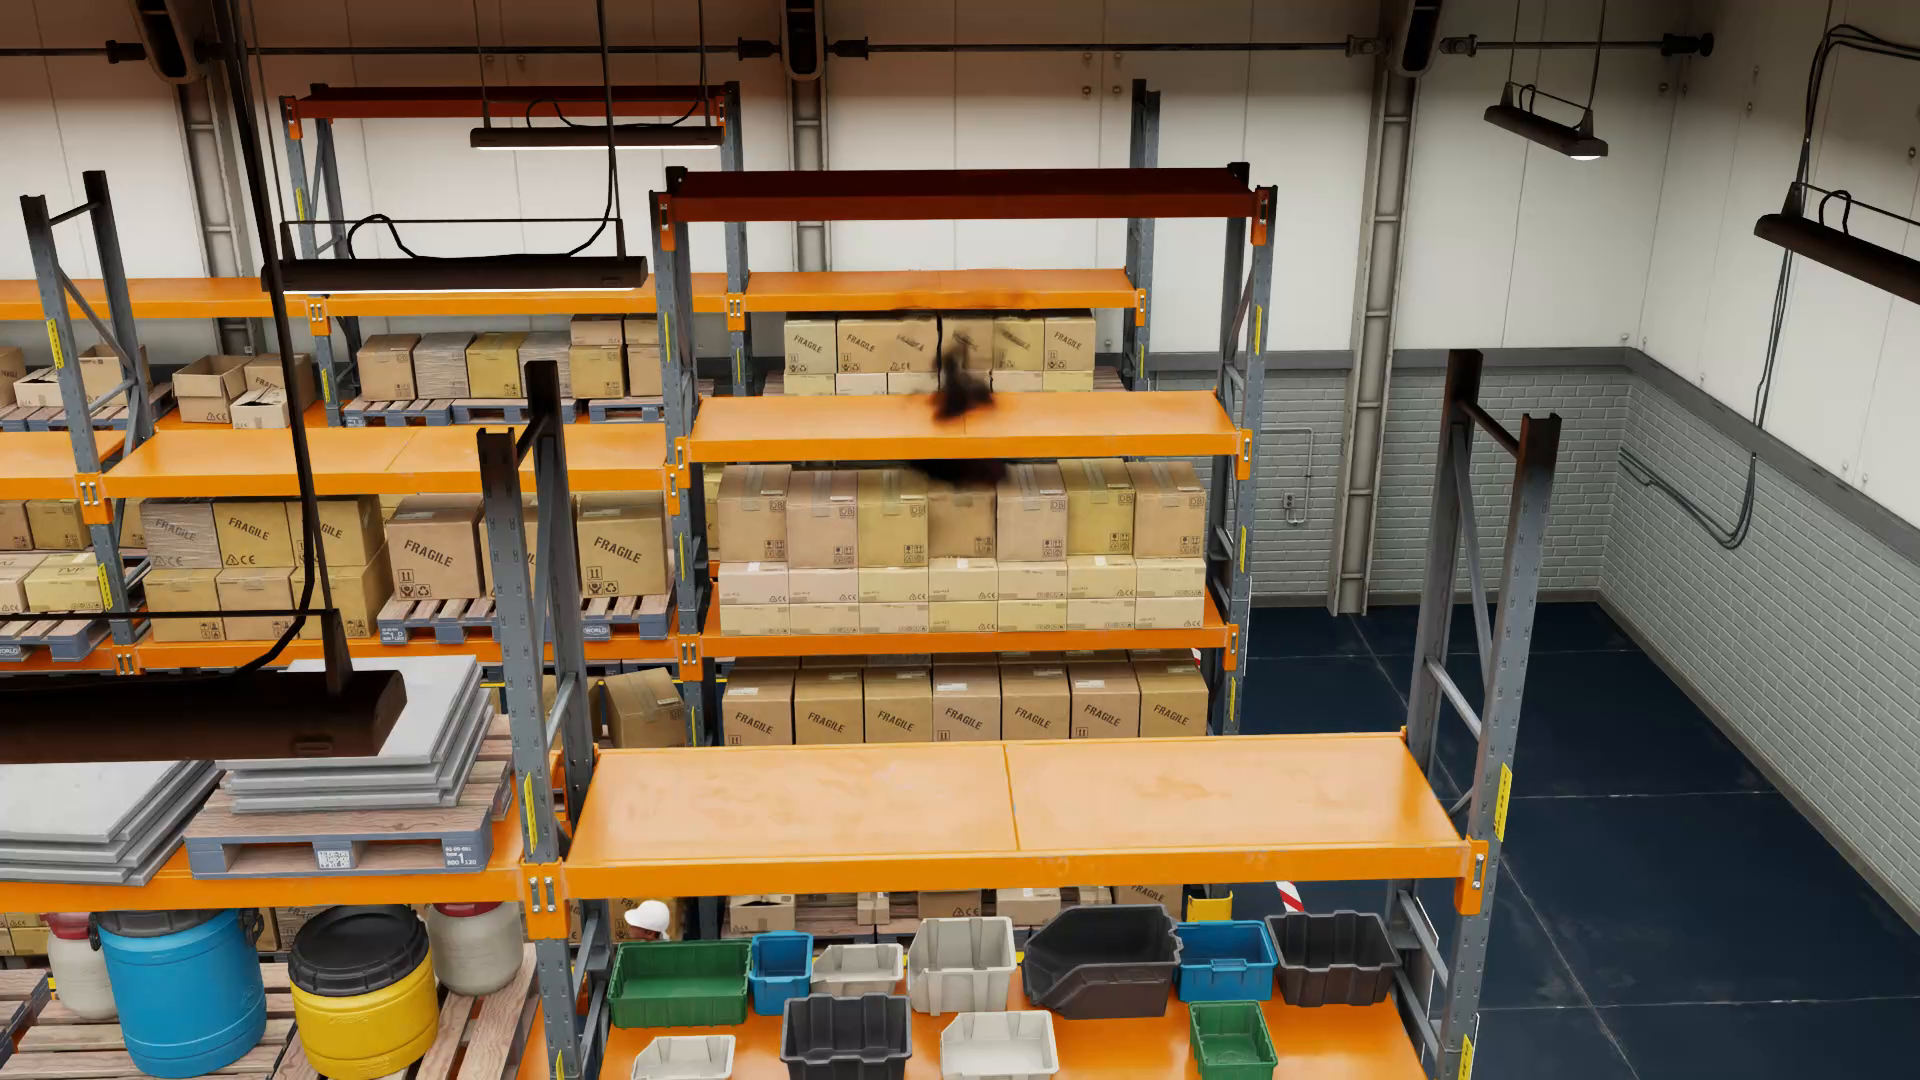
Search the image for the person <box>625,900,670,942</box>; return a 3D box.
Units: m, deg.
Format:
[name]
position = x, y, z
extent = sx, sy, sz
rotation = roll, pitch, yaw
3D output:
[person]
position = -2.001, 3.162, 11.087
extent = 0.792, 1.758, 0.661
rotation = -6, 23, -13
